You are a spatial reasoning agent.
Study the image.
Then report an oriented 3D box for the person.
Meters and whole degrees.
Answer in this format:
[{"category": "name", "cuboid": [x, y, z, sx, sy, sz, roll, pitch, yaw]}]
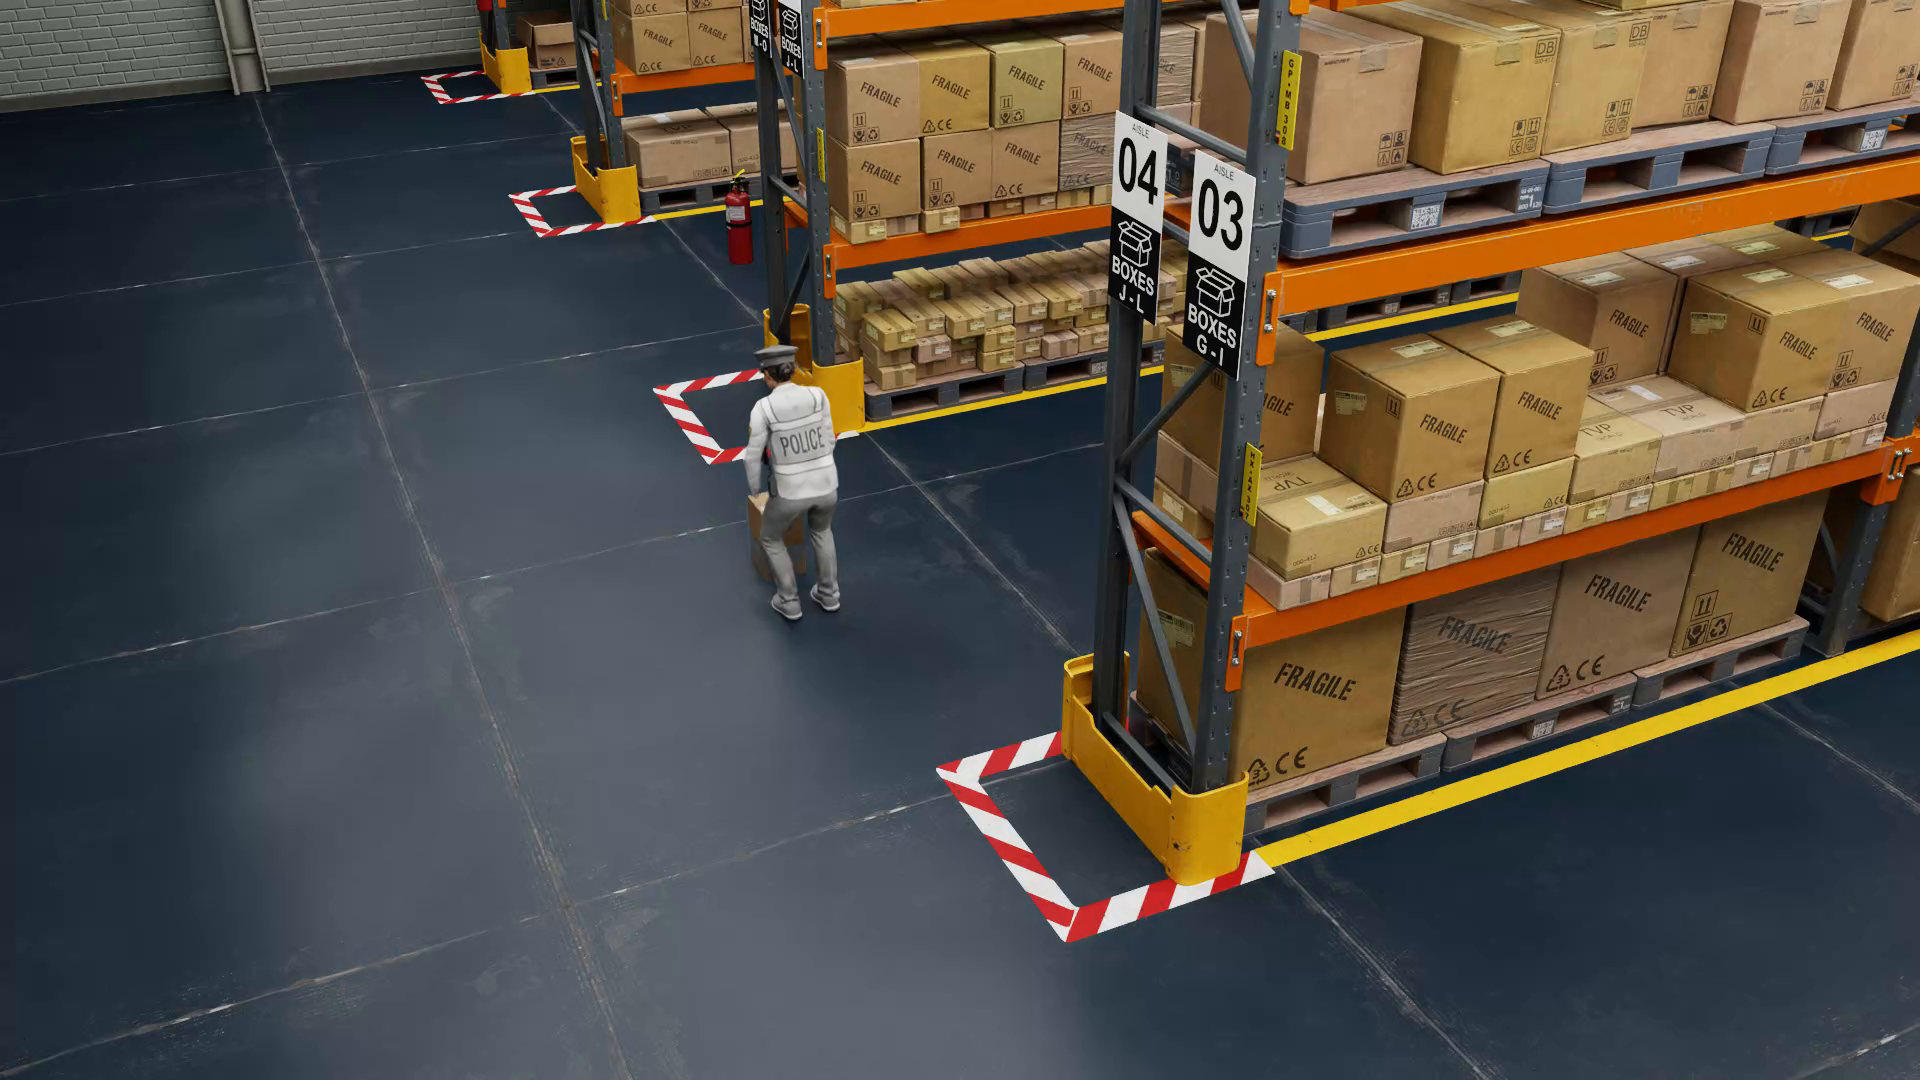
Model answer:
[{"category": "person", "cuboid": [-0.917, -0.302, 9.098, 0.520, 1.557, 0.548, -13, 32, -21]}]
